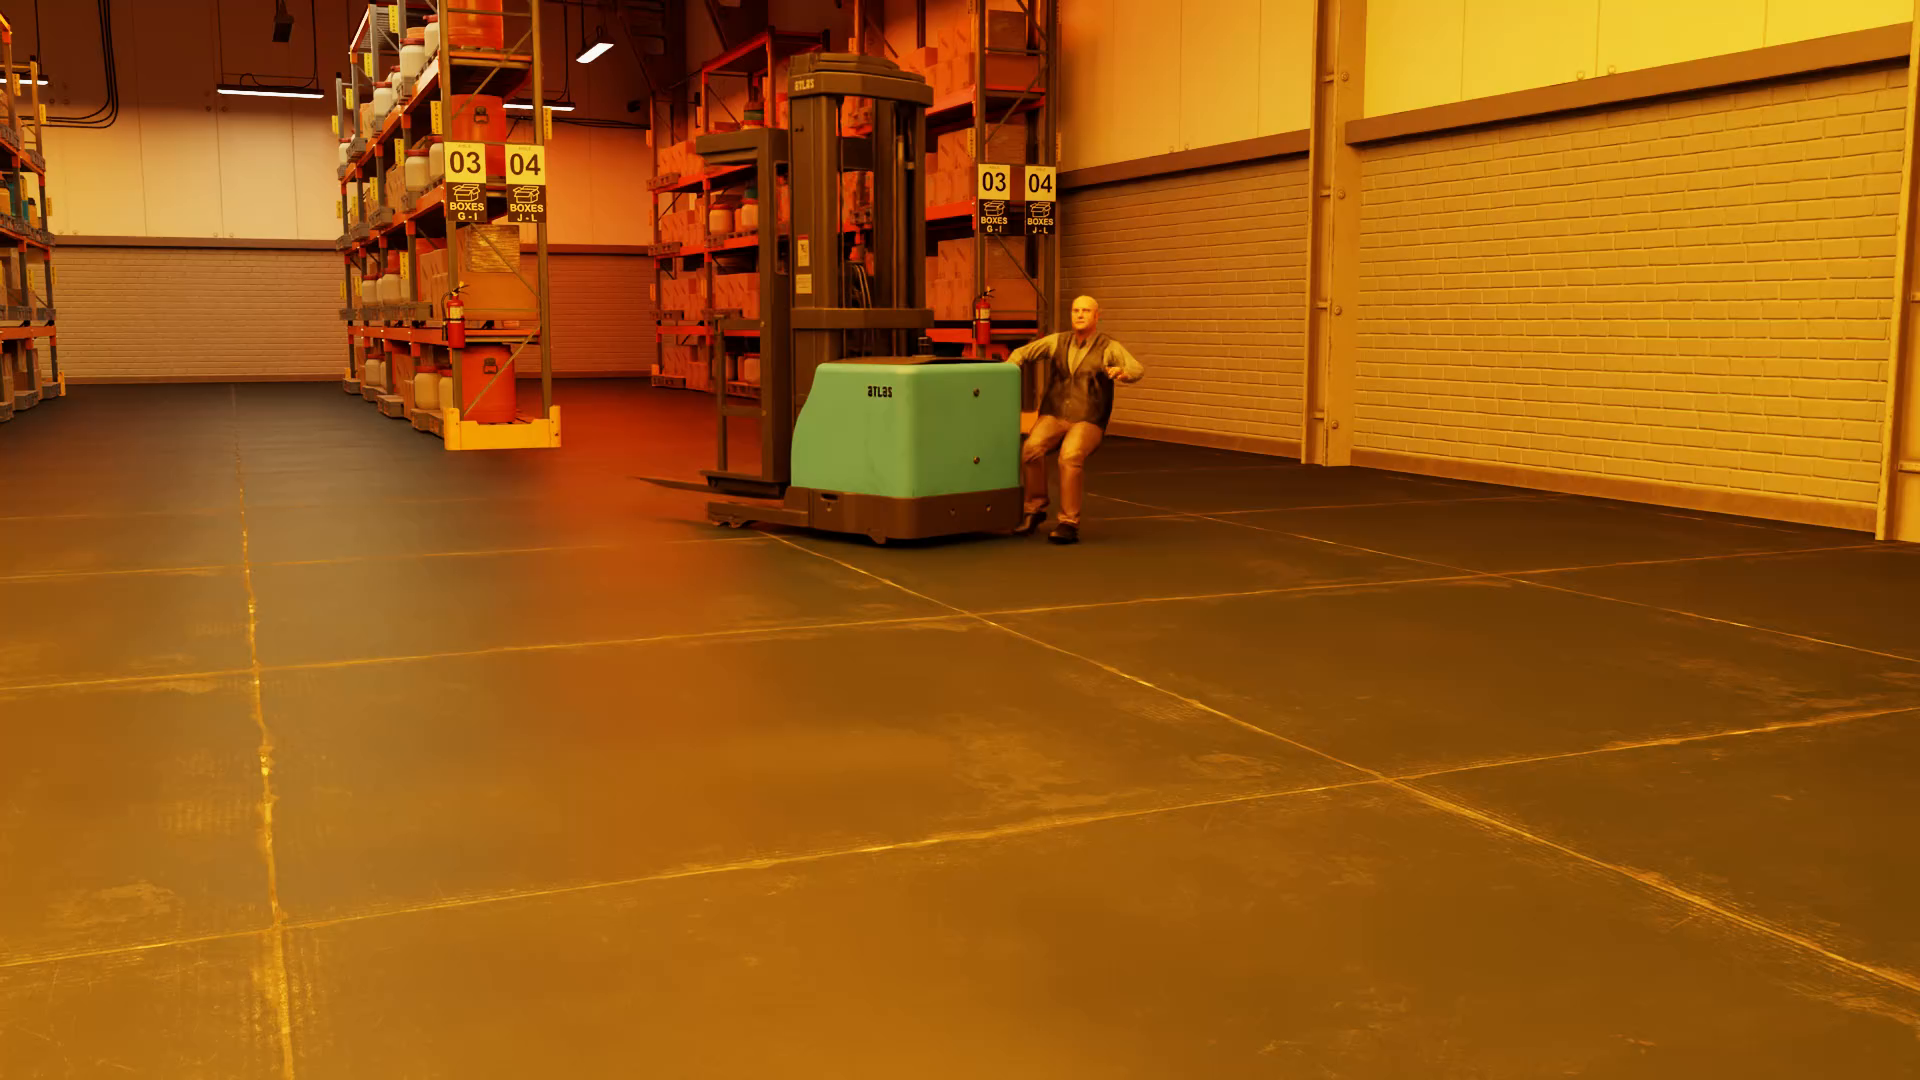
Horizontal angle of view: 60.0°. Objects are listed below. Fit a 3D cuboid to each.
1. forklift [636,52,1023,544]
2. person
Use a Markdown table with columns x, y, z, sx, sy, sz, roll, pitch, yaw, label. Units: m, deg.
| x | y | z | sx | sy | sz | roll | pitch | yaw | label |
| --- | --- | --- | --- | --- | --- | --- | --- | --- | --- |
| -1.005 | -1.568 | 10.833 | 1.130 | 2.935 | 3.031 | -7 | 11 | -44 | forklift |
| 0.647 | -0.755 | 10.231 | 0.940 | 1.487 | 0.872 | 2 | 8 | 14 | person |
